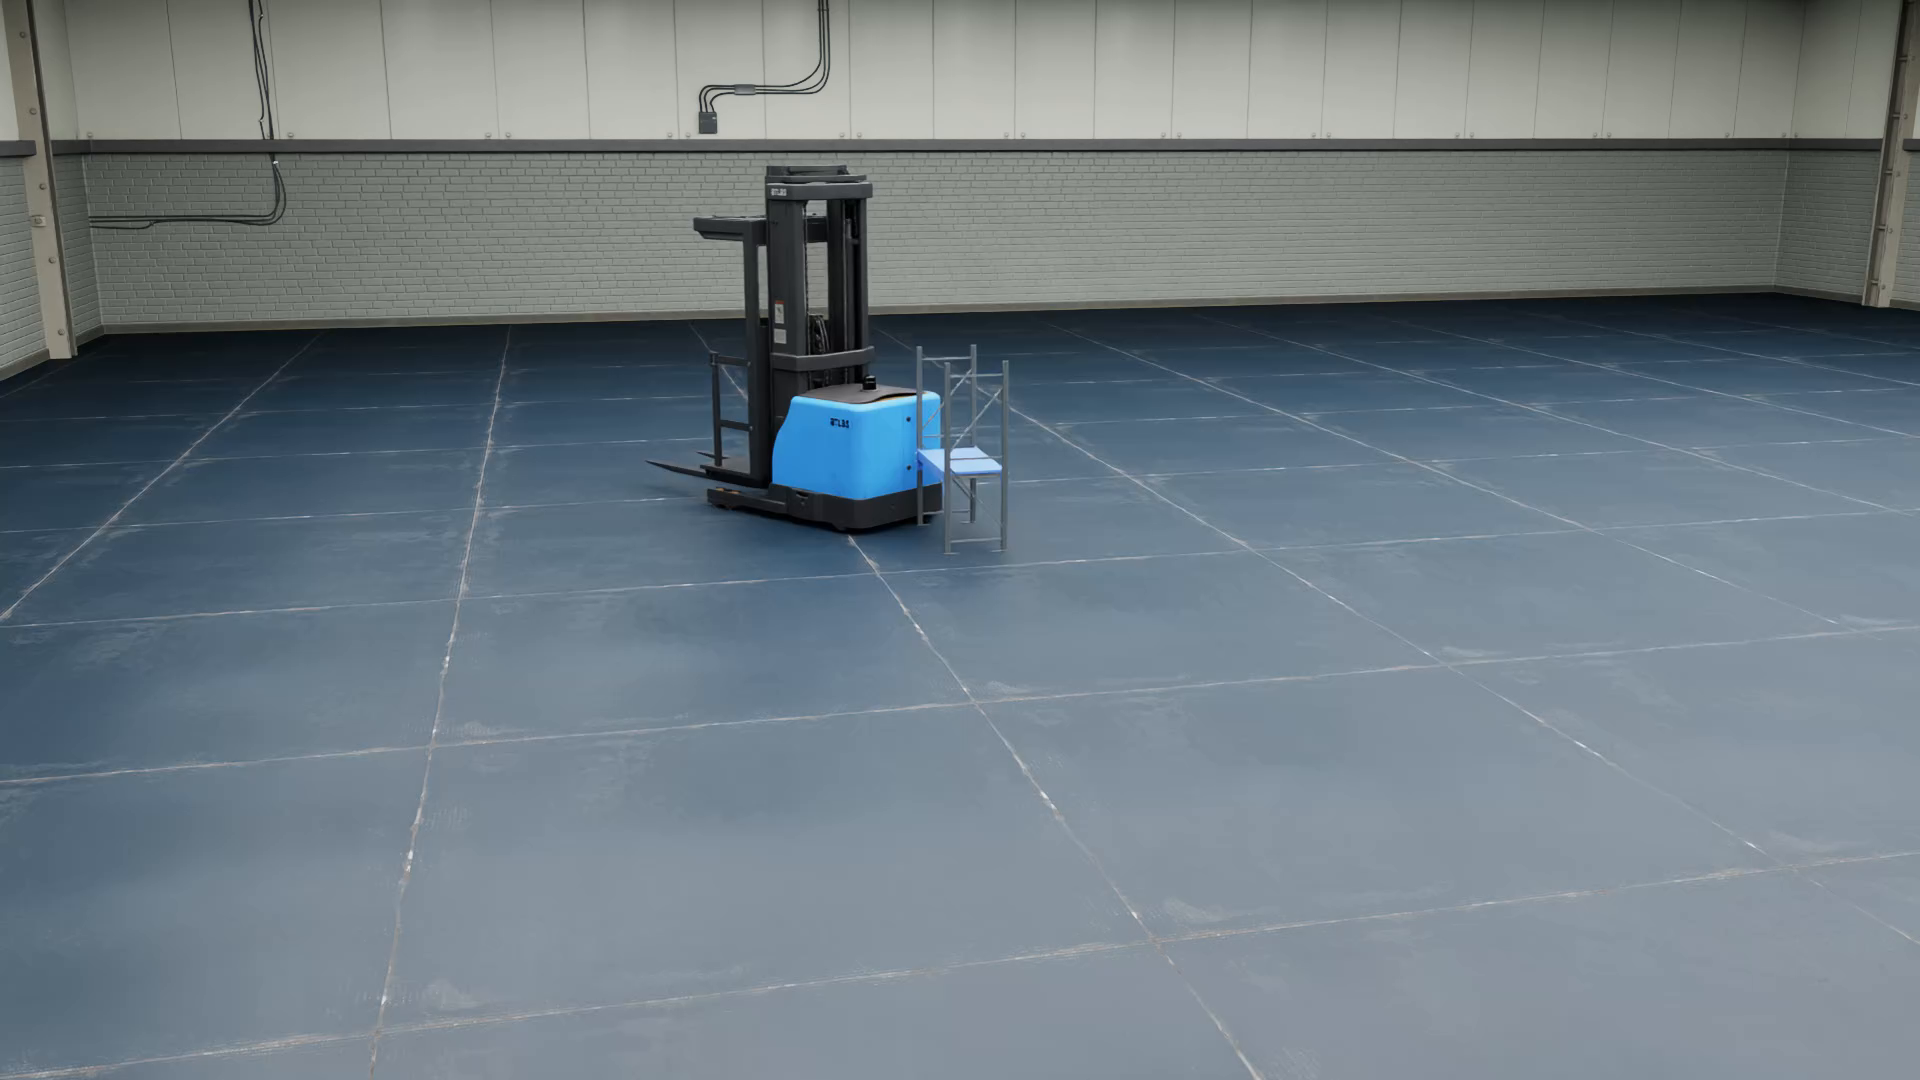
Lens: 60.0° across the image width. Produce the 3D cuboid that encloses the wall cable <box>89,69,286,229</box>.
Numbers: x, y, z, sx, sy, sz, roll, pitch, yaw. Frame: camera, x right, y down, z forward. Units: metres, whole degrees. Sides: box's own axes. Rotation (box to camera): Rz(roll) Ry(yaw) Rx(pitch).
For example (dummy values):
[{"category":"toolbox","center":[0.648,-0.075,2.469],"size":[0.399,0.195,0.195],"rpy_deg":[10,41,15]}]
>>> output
[{"category":"wall cable","center":[-12.600,-6.309,26.834],"size":[3.097,2.526,0.112],"rpy_deg":[-3,14,-13]}]

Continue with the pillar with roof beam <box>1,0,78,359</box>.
[{"category":"pillar with roof beam","center":[-9.009,-7.304,24.364],"size":[9.100,9.000,0.400],"rpy_deg":[-3,14,-13]}]

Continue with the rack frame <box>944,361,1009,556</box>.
[{"category":"rack frame","center":[0.124,-0.625,12.825],"size":[0.500,1.500,0.032],"rpy_deg":[-3,14,-13]}]

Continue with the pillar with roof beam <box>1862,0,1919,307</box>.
[{"category":"pillar with roof beam","center":[13.241,-8.580,29.587],"size":[9.100,9.000,0.400],"rpy_deg":[-3,14,-13]}]

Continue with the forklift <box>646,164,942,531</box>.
[{"category":"forklift","center":[-1.587,-1.767,14.484],"size":[3.031,2.935,1.130],"rpy_deg":[12,18,40]}]

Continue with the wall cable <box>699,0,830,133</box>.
[{"category":"wall cable","center":[-3.368,-9.995,28.213],"size":[2.305,6.003,0.169],"rpy_deg":[-3,14,-13]}]

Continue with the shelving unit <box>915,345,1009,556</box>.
[{"category":"shelving unit","center":[0.007,-0.742,13.305],"size":[0.538,1.500,1.048],"rpy_deg":[-3,14,-13]}]

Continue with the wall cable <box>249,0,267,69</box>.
[{"category":"wall cable","center":[-9.970,-8.914,26.852],"size":[3.097,2.526,0.112],"rpy_deg":[-3,14,-13]}]

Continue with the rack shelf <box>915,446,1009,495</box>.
[{"category":"rack shelf","center":[0.007,-0.568,13.348],"size":[0.538,0.185,1.000],"rpy_deg":[-3,14,-13]}]

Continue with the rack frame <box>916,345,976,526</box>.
[{"category":"rack frame","center":[-0.111,-0.860,13.786],"size":[0.500,1.500,0.032],"rpy_deg":[-3,14,-13]}]
